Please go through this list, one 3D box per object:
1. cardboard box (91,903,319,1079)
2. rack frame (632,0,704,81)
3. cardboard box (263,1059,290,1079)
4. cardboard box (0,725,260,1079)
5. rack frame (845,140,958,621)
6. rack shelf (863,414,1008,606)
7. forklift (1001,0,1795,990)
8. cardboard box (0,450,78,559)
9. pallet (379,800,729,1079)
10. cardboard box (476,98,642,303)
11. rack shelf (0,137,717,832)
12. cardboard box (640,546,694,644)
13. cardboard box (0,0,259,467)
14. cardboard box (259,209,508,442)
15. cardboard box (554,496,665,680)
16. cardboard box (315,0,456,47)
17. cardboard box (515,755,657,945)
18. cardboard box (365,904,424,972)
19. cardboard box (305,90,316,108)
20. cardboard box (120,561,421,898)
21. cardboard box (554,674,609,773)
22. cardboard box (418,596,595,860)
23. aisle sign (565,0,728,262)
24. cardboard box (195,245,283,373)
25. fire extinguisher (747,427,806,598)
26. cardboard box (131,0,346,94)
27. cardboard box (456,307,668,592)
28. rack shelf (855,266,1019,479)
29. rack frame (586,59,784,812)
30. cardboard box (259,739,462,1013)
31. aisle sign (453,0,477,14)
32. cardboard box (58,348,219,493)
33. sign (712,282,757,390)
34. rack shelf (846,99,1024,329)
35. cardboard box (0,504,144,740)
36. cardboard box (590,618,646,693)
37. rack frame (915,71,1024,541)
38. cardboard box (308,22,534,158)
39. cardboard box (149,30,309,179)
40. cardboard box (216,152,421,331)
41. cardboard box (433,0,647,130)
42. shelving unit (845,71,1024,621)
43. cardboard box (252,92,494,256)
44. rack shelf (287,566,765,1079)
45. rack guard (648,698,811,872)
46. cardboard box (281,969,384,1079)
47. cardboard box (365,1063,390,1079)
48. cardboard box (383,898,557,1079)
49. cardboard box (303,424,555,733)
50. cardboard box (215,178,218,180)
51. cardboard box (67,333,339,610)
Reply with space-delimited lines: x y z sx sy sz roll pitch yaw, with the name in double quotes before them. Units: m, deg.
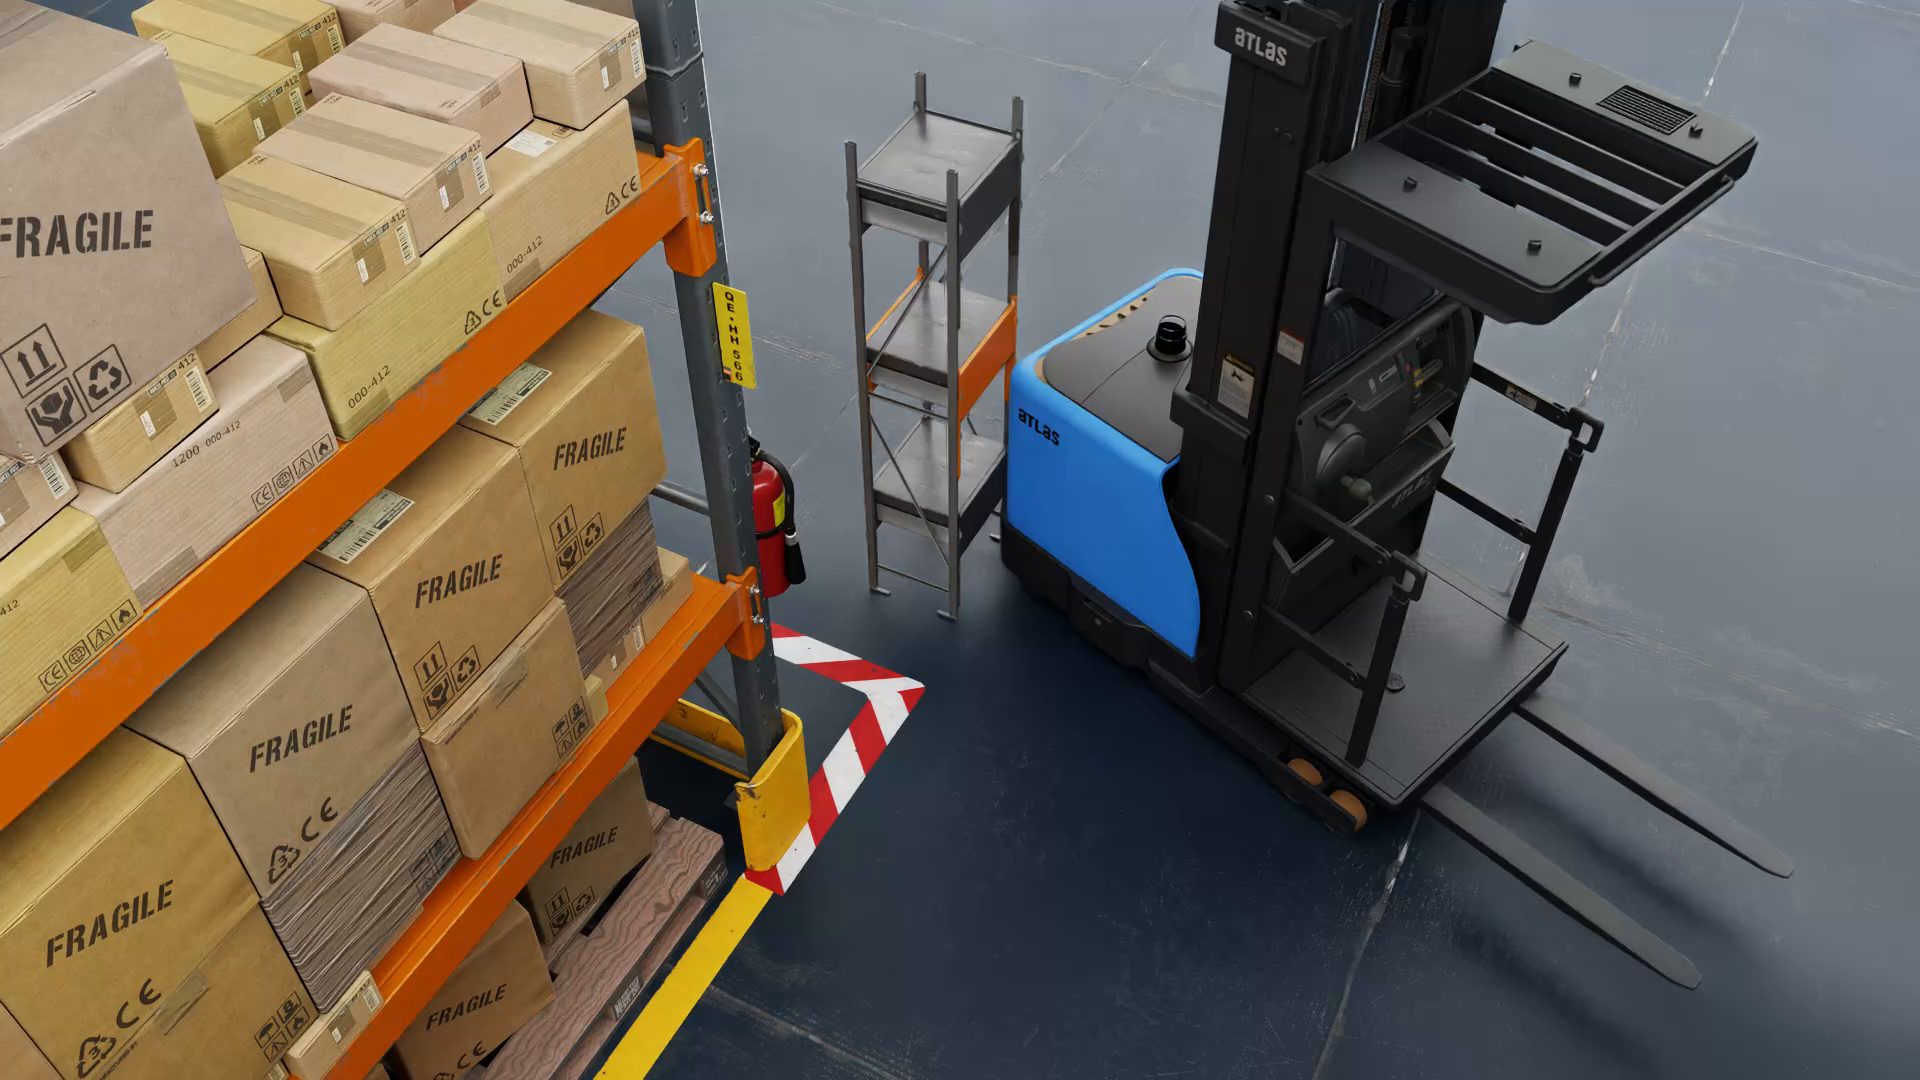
"cardboard box" -1.998 0.948 3.704 0.875 0.500 0.500 20 49 19
"rack frame" -1.080 -2.325 3.001 1.000 3.000 0.127 20 49 19
"cardboard box" -1.810 1.234 3.878 0.380 0.149 0.250 20 49 19
"cardboard box" -1.817 0.664 3.282 0.500 0.500 0.500 20 49 19
"rack frame" -0.189 -0.480 6.027 0.400 2.100 0.015 19 48 18
"rack shelf" -0.081 -0.133 6.688 0.431 0.518 0.480 19 48 18
"forklift" 1.544 -0.386 5.351 1.130 2.935 3.031 -34 54 -29
"cardboard box" -1.711 -0.105 2.741 0.380 0.149 0.250 18 48 17
"pallet" -1.524 1.312 5.585 1.003 0.211 1.213 20 49 19
"cardboard box" -1.079 -0.830 3.738 0.500 0.250 0.500 22 49 20
"rack shelf" -2.008 0.242 3.078 1.077 0.370 4.000 20 49 19
"cardboard box" -1.029 0.120 4.979 0.380 0.149 0.250 20 49 19
"cardboard box" -1.575 -0.526 2.701 0.500 0.500 0.500 20 49 19
"cardboard box" -1.308 -0.515 3.426 0.500 0.250 0.500 21 49 19
"cardboard box" -1.360 -0.018 4.660 0.875 0.500 0.500 20 49 19
"cardboard box" -1.413 -1.261 3.883 0.380 0.149 0.250 20 49 19
"cardboard box" -1.385 0.903 5.491 0.500 0.500 0.500 29 52 26
"cardboard box" -1.595 0.913 4.195 0.380 0.149 0.250 20 49 19
"cardboard box" -1.533 -1.000 3.905 0.500 0.250 0.500 22 49 20
"cardboard box" -1.578 0.352 3.591 0.500 0.500 0.500 20 49 19
"cardboard box" -1.217 0.452 4.651 0.380 0.149 0.250 20 49 19
"cardboard box" -1.485 0.336 4.309 0.875 0.500 0.500 20 49 19
"aisle sign" -0.786 -1.070 4.151 0.394 0.787 0.004 20 49 19
"cardboard box" -1.508 -0.465 3.097 0.380 0.149 0.250 21 49 20
"fire extinguisher" -0.619 -0.109 5.083 0.296 0.674 0.183 20 49 19
"cardboard box" -1.619 -1.129 3.753 0.380 0.149 0.250 21 49 20
"cardboard box" -1.116 -0.279 4.214 0.500 0.500 0.500 20 49 19
"rack shelf" -0.080 -0.626 6.191 0.431 0.518 0.480 19 48 18
"rack frame" -1.080 -0.216 5.134 1.000 3.000 0.127 20 49 19
"cardboard box" -1.756 0.637 4.012 0.875 0.500 0.500 20 49 19
"aisle sign" -1.317 -1.268 4.346 0.394 0.787 0.004 20 49 19
"cardboard box" -1.543 -0.263 2.897 0.380 0.149 0.250 18 48 17
"sign" -0.598 -0.538 4.417 0.100 0.325 0.005 20 49 19
"rack shelf" -0.080 -1.118 5.693 0.431 0.518 0.480 19 48 18
"cardboard box" -1.782 0.124 2.795 0.500 0.250 0.500 20 49 18
"cardboard box" -1.146 0.277 4.824 0.380 0.149 0.250 20 49 19
"rack frame" 0.028 -0.790 6.335 0.400 2.100 0.015 19 48 18
"cardboard box" -1.157 -0.955 3.581 0.380 0.149 0.250 19 48 18
"cardboard box" -1.627 -0.930 3.556 0.380 0.149 0.250 20 49 18
"cardboard box" -1.283 -0.580 3.210 0.380 0.149 0.250 21 49 19
"cardboard box" -0.932 -1.080 3.704 0.380 0.149 0.250 20 49 19
"shelving unit" -0.080 -0.635 6.181 0.431 2.100 0.503 19 48 18
"cardboard box" -1.187 -0.746 3.374 0.380 0.149 0.250 18 48 17
"rack shelf" -2.008 1.297 4.145 1.077 0.370 4.000 20 49 19
"rack guard" -1.115 0.711 5.976 1.175 0.500 0.348 20 49 19
"cardboard box" -1.633 1.100 4.011 0.380 0.149 0.250 20 49 19
"cardboard box" -1.939 1.679 4.724 0.500 0.500 0.500 25 50 23
"cardboard box" -1.632 1.291 5.107 0.500 0.500 0.500 33 54 29
"cardboard box" -1.343 0.038 3.901 0.500 0.500 0.500 20 49 19
"cardboard box" -1.767 -0.673 3.582 0.500 0.250 0.500 19 48 18
"cardboard box" -1.553 -0.195 3.110 0.500 0.250 0.500 21 49 20
